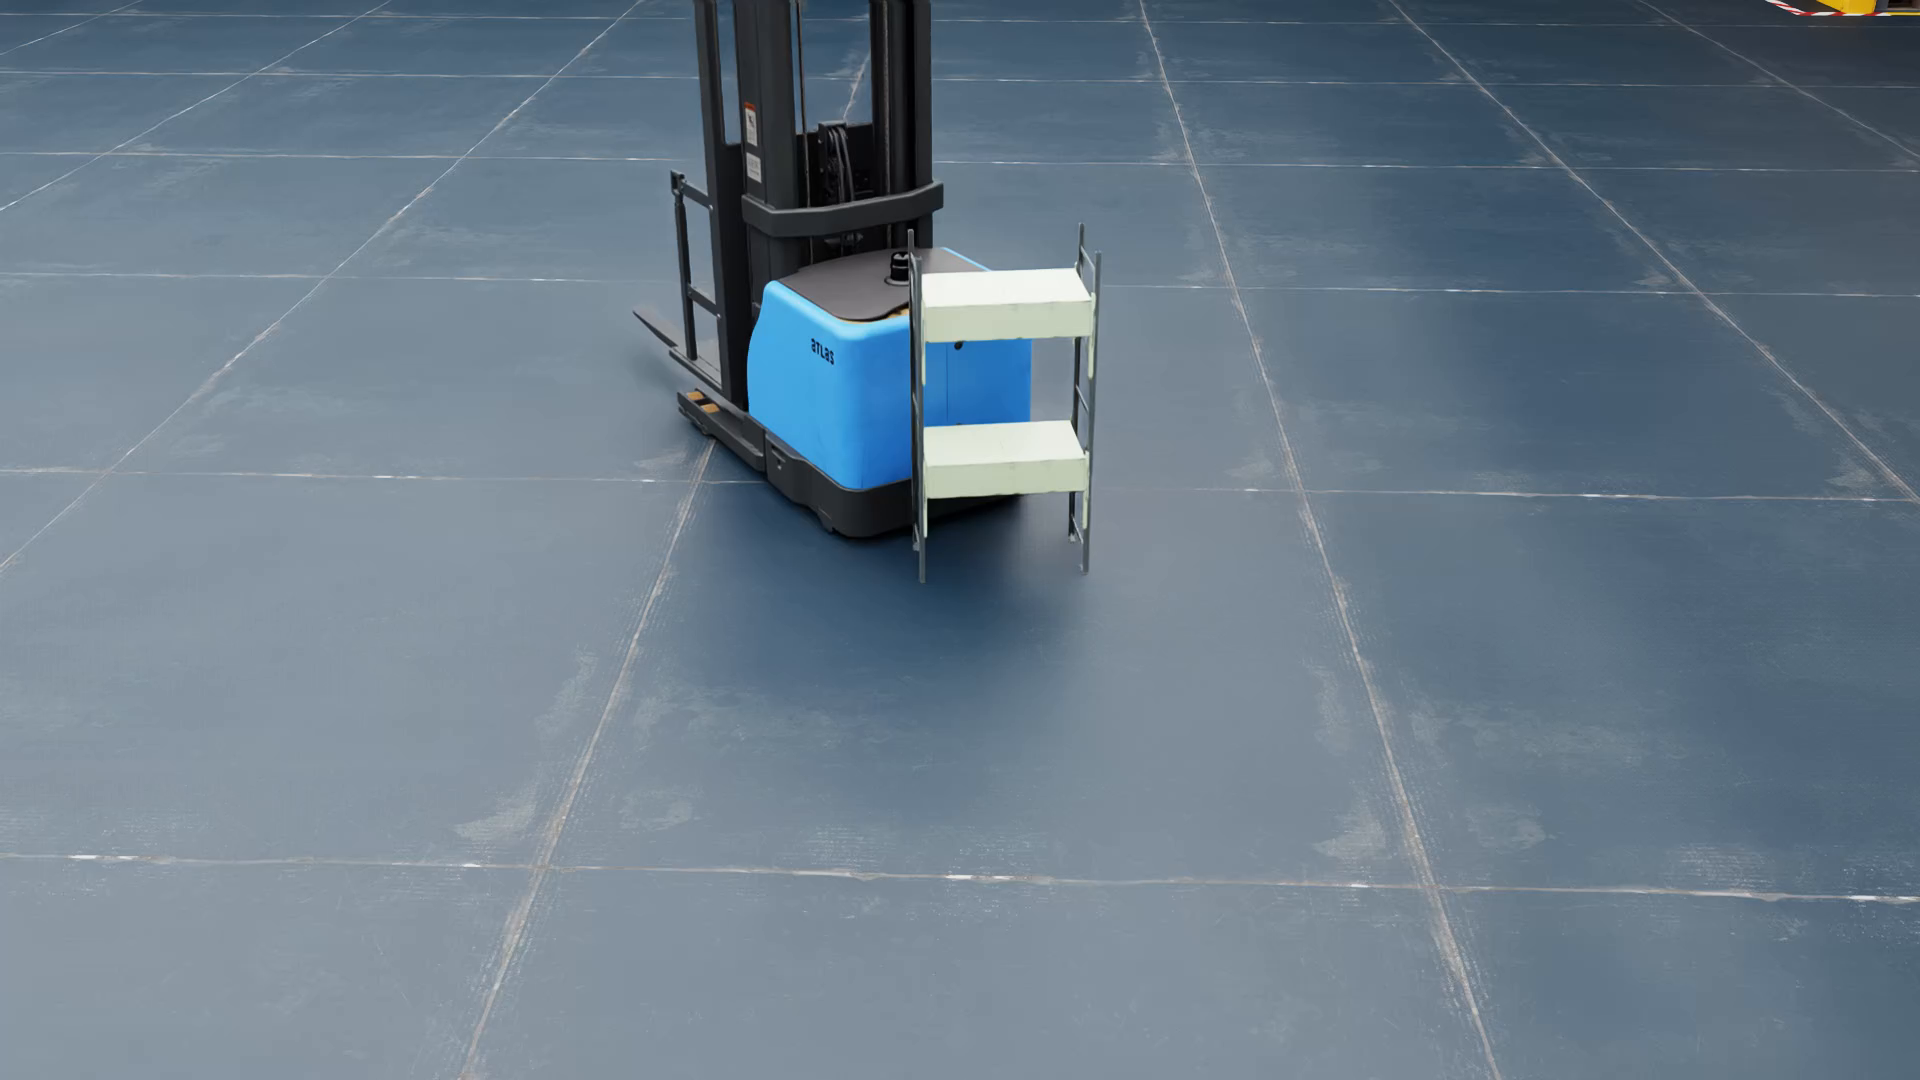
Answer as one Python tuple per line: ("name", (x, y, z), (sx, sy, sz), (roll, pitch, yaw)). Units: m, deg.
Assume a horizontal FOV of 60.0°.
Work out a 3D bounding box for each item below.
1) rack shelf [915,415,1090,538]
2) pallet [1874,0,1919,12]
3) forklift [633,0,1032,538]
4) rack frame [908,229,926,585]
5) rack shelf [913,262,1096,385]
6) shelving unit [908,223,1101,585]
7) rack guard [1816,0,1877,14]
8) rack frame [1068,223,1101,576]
("rack shelf", (0.177, -0.289, 7.390), (0.720, 0.370, 0.431), (-3, 28, -6))
("pallet", (11.227, -6.462, 19.715), (1.213, 0.211, 1.003), (1, 28, 2))
("forklift", (-0.856, -1.954, 8.307), (1.130, 2.935, 3.031), (-16, 32, -28))
("rack frame", (-0.187, -0.557, 7.200), (0.023, 1.500, 0.400), (-3, 28, -6))
("rack shelf", (0.177, -0.922, 7.054), (0.720, 0.370, 0.431), (-3, 28, -6))
("shelving unit", (0.177, -0.577, 7.237), (0.755, 1.500, 0.431), (-3, 28, -6))
("rack guard", (10.437, -6.583, 19.635), (0.348, 0.500, 1.175), (1, 28, 2))
("rack frame", (0.541, -0.597, 7.274), (0.023, 1.500, 0.400), (-3, 28, -6))
